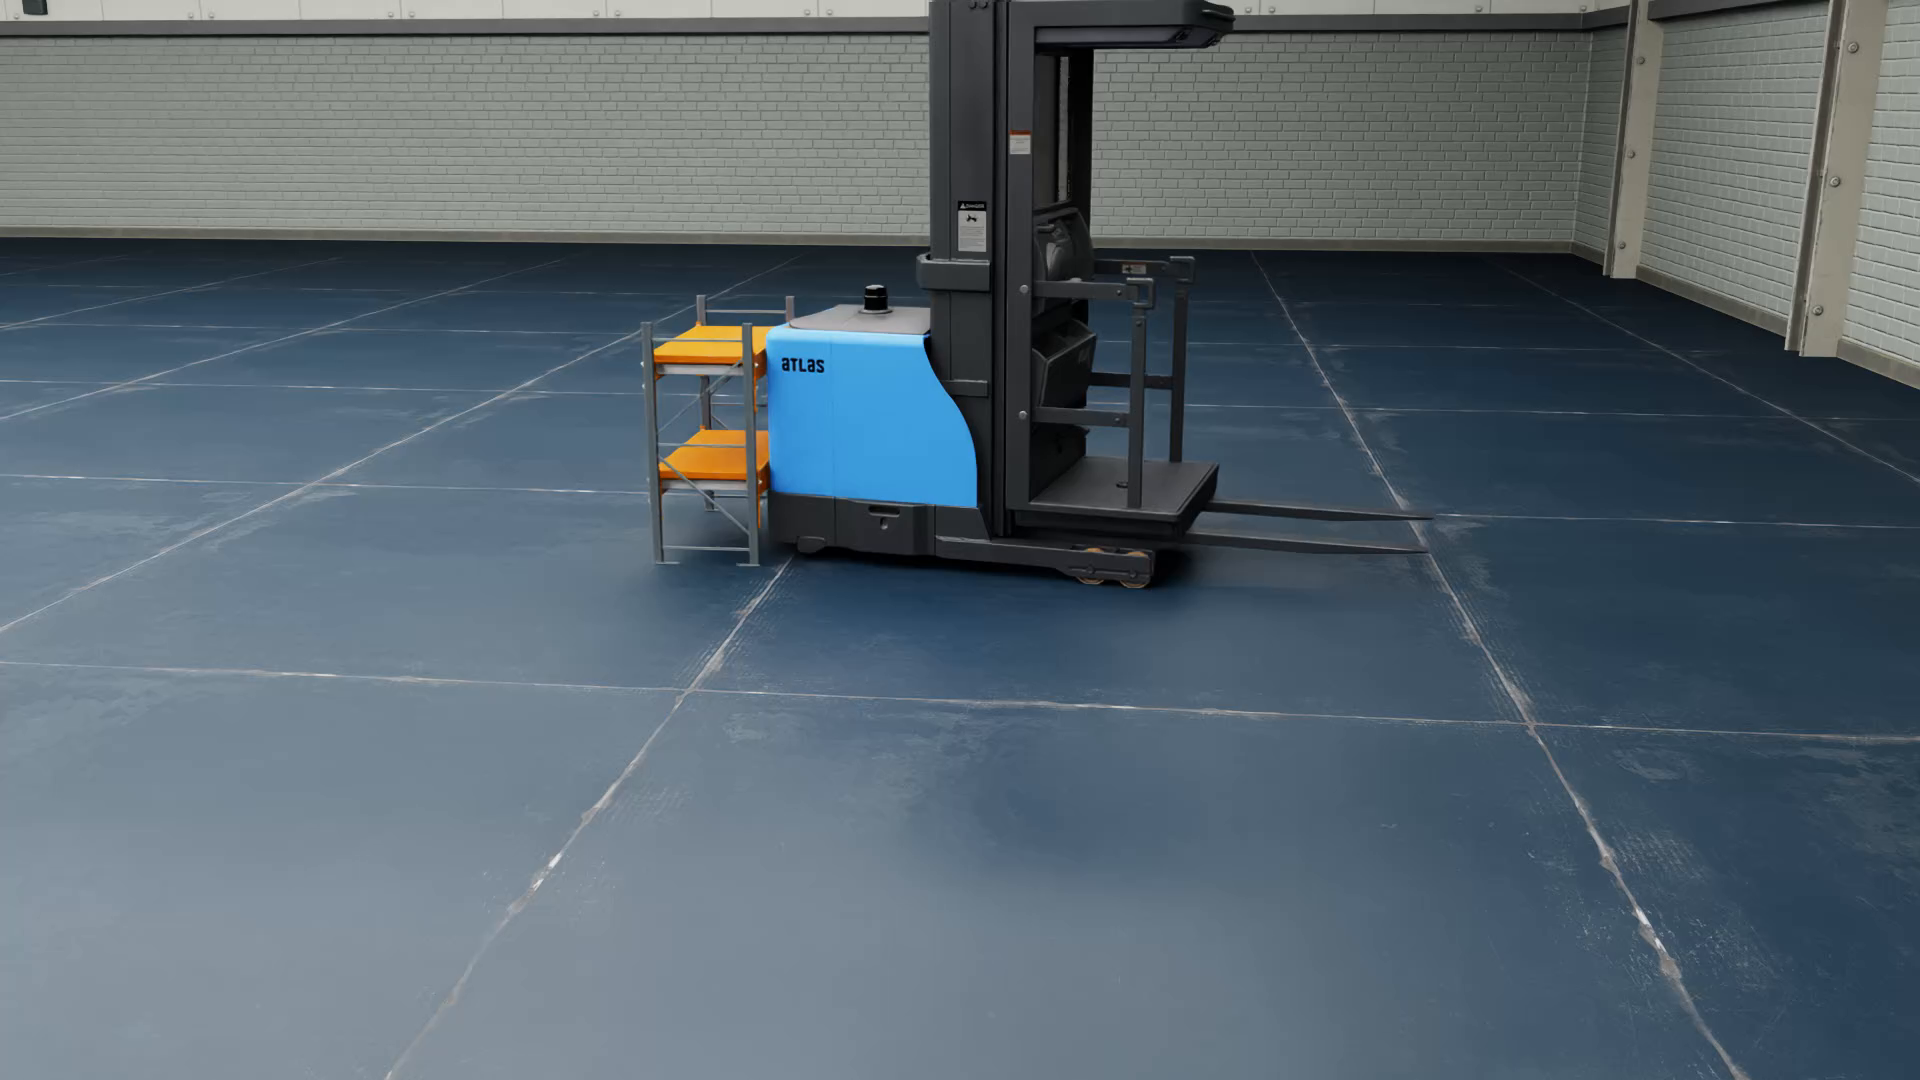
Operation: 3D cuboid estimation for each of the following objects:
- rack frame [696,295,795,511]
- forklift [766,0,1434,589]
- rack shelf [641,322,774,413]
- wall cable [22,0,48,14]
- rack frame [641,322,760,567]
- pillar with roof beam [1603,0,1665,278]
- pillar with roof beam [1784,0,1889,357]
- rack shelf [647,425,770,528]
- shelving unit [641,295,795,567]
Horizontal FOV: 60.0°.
[{"bbox_3d":[-1.086,-0.692,8.568,0.500,1.125,0.032,1,15,5],"label":"rack frame"},{"bbox_3d":[0.662,-1.352,7.547,3.031,2.935,1.130,5,16,17],"label":"forklift"},{"bbox_3d":[-1.132,-0.843,8.003,0.538,0.278,1.000,1,15,5],"label":"rack shelf"},{"bbox_3d":[-12.388,-10.481,23.169,2.305,6.003,0.169,2,15,6],"label":"wall cable"},{"bbox_3d":[-1.179,-0.428,7.591,0.500,1.125,0.032,1,15,5],"label":"rack frame"},{"bbox_3d":[3.556,-7.597,19.018,9.100,9.000,0.400,2,15,6],"label":"pillar with roof beam"},{"bbox_3d":[2.878,-6.041,13.263,9.100,9.000,0.400,2,15,6],"label":"pillar with roof beam"},{"bbox_3d":[-1.132,-0.324,8.143,0.538,0.278,1.000,1,15,5],"label":"rack shelf"},{"bbox_3d":[-1.132,-0.560,8.079,0.538,1.125,1.048,1,15,5],"label":"shelving unit"}]
